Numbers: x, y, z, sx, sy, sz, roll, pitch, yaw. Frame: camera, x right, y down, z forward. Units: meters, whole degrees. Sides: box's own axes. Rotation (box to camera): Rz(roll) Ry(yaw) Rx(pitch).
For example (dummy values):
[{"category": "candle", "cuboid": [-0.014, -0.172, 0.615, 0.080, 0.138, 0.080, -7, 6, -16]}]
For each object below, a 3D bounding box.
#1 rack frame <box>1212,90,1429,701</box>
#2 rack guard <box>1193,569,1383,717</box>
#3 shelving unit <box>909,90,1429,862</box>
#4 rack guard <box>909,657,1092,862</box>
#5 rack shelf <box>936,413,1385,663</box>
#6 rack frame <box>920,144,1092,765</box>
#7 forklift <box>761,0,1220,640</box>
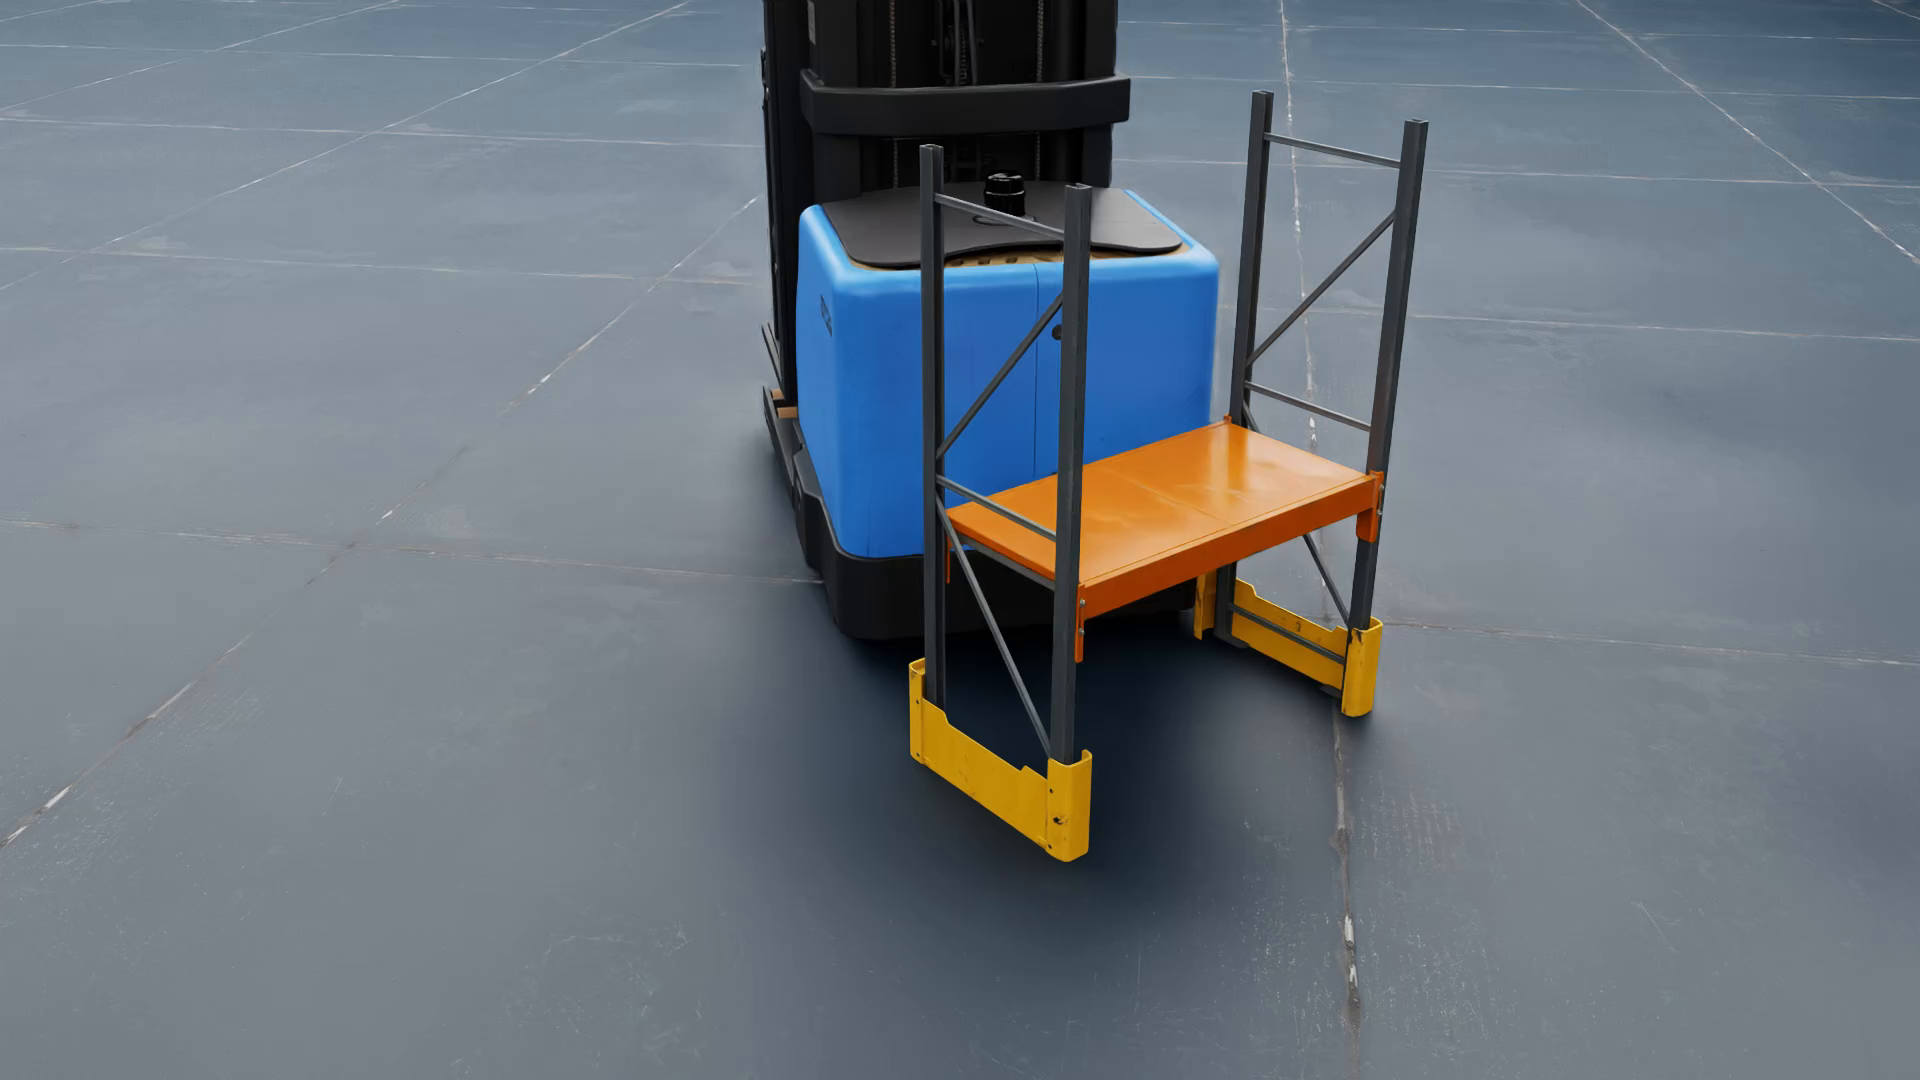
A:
[{"category": "rack frame", "cuboid": [0.878, -0.333, 4.192, 0.032, 1.500, 0.500, -19, 31, -34]}, {"category": "rack guard", "cuboid": [0.863, 0.238, 4.446, 0.087, 0.250, 0.587, -19, 31, -34]}, {"category": "shelving unit", "cuboid": [0.473, -0.196, 3.901, 1.083, 1.500, 0.587, -19, 31, -34]}, {"category": "rack guard", "cuboid": [0.083, 0.501, 3.885, 0.087, 0.250, 0.587, -19, 31, -34]}, {"category": "rack shelf", "cuboid": [0.480, -0.036, 3.982, 1.000, 0.185, 0.538, -19, 31, -34]}, {"category": "rack frame", "cuboid": [0.082, -0.065, 3.619, 0.032, 1.500, 0.500, -19, 31, -34]}, {"category": "forklift", "cuboid": [-0.104, -1.657, 5.332, 1.130, 2.935, 3.031, -5, 26, -10]}]
